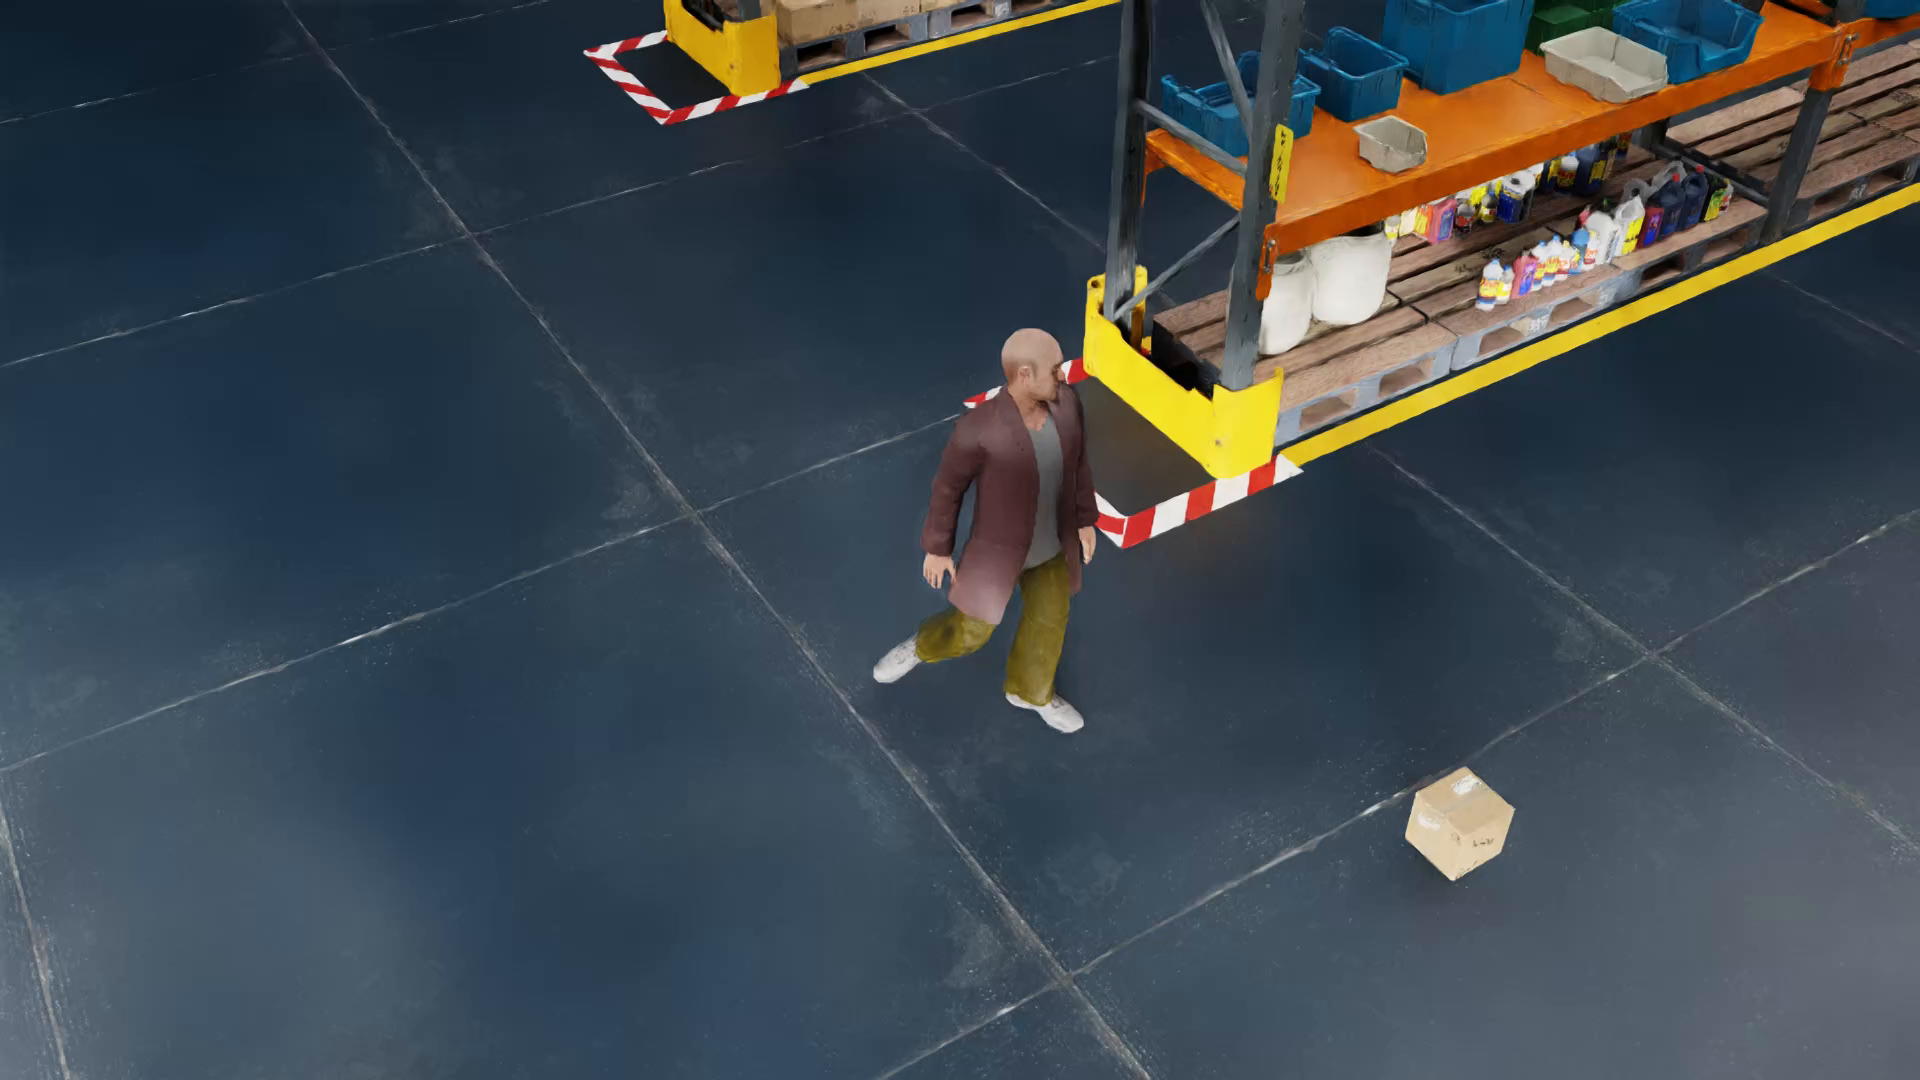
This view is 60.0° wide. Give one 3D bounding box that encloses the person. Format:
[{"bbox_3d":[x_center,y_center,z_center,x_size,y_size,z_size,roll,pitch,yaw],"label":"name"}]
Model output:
[{"bbox_3d":[0.124,-0.014,6.184,0.787,1.775,0.662,-21,45,-23],"label":"person"}]
